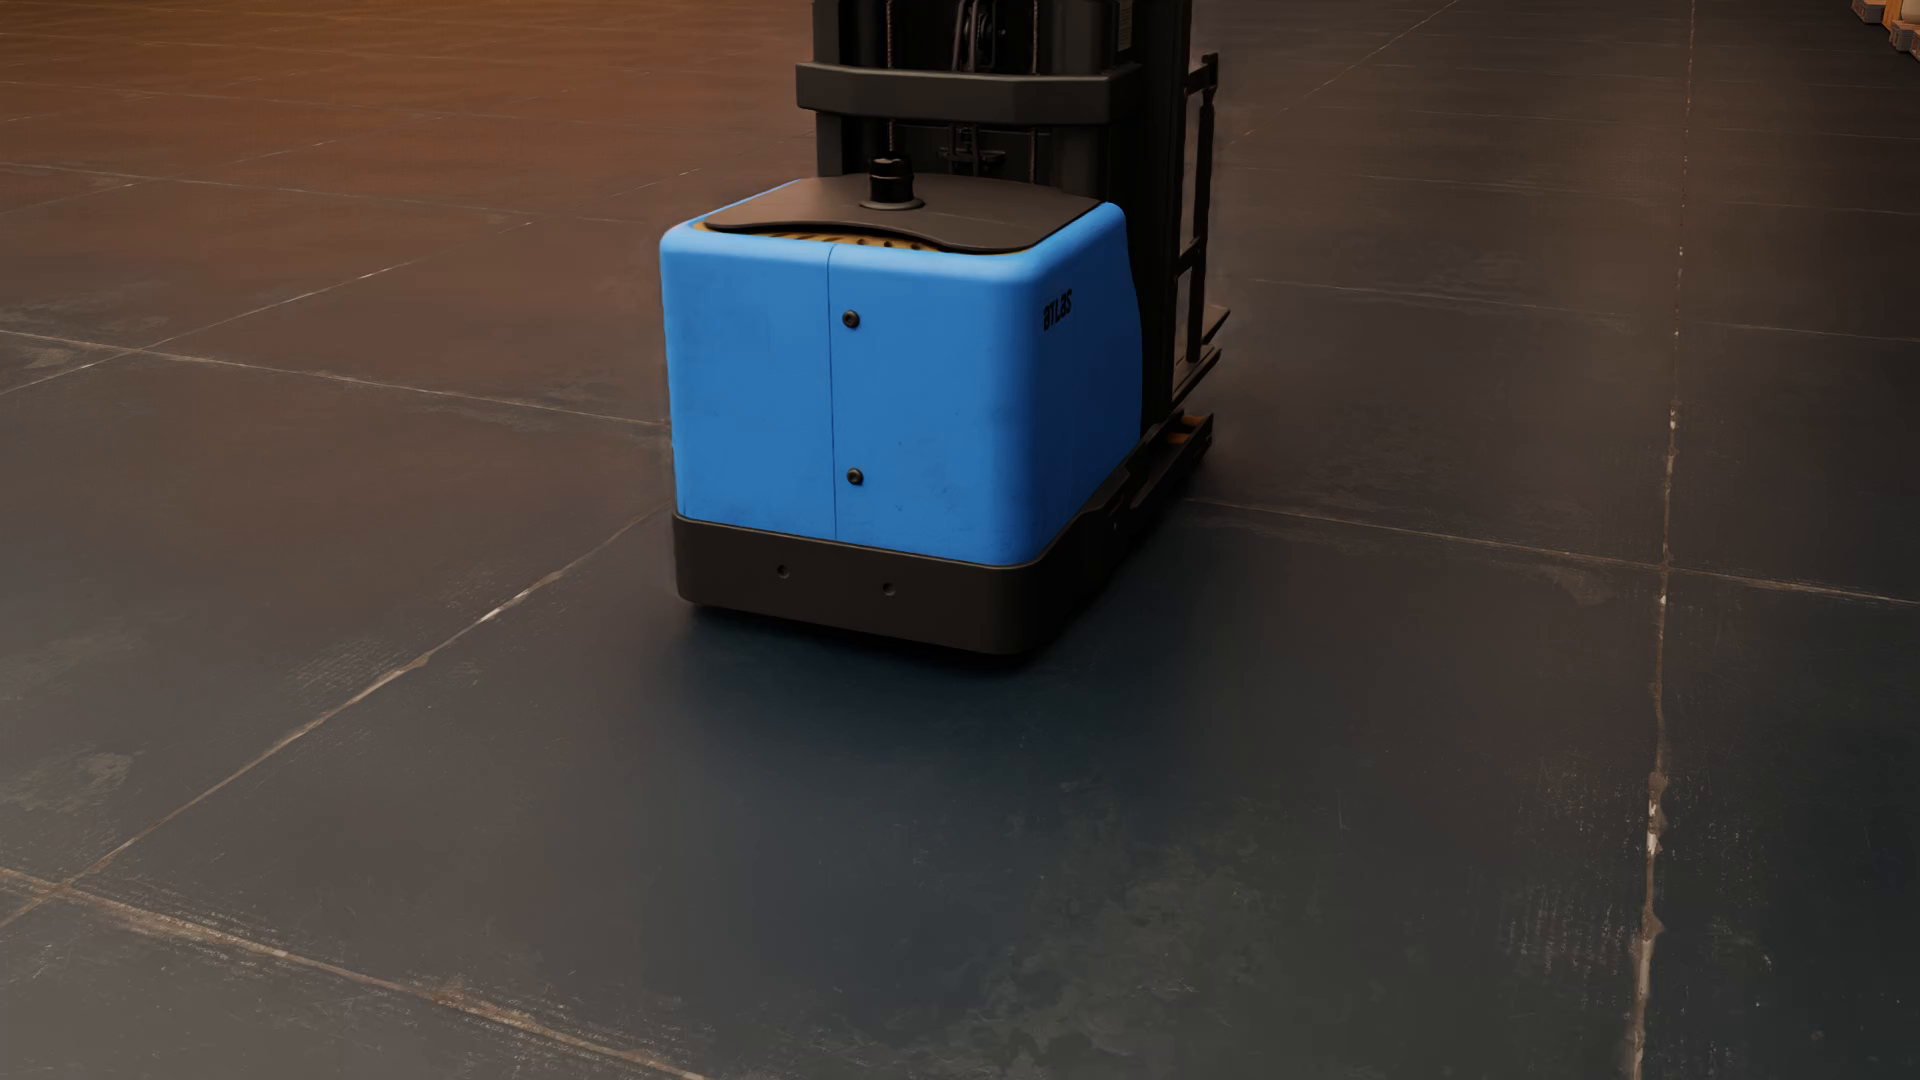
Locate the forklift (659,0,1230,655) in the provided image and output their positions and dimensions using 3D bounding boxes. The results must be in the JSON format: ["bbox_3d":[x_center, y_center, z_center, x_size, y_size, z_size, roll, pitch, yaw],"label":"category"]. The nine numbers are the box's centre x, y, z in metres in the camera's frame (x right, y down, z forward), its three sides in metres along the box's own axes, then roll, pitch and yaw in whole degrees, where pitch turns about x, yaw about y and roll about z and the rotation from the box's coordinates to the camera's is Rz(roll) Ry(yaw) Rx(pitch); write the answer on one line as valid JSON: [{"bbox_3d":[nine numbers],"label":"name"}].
[{"bbox_3d":[0.230,-1.599,5.118,1.130,2.935,3.031,9,24,20],"label":"forklift"}]
